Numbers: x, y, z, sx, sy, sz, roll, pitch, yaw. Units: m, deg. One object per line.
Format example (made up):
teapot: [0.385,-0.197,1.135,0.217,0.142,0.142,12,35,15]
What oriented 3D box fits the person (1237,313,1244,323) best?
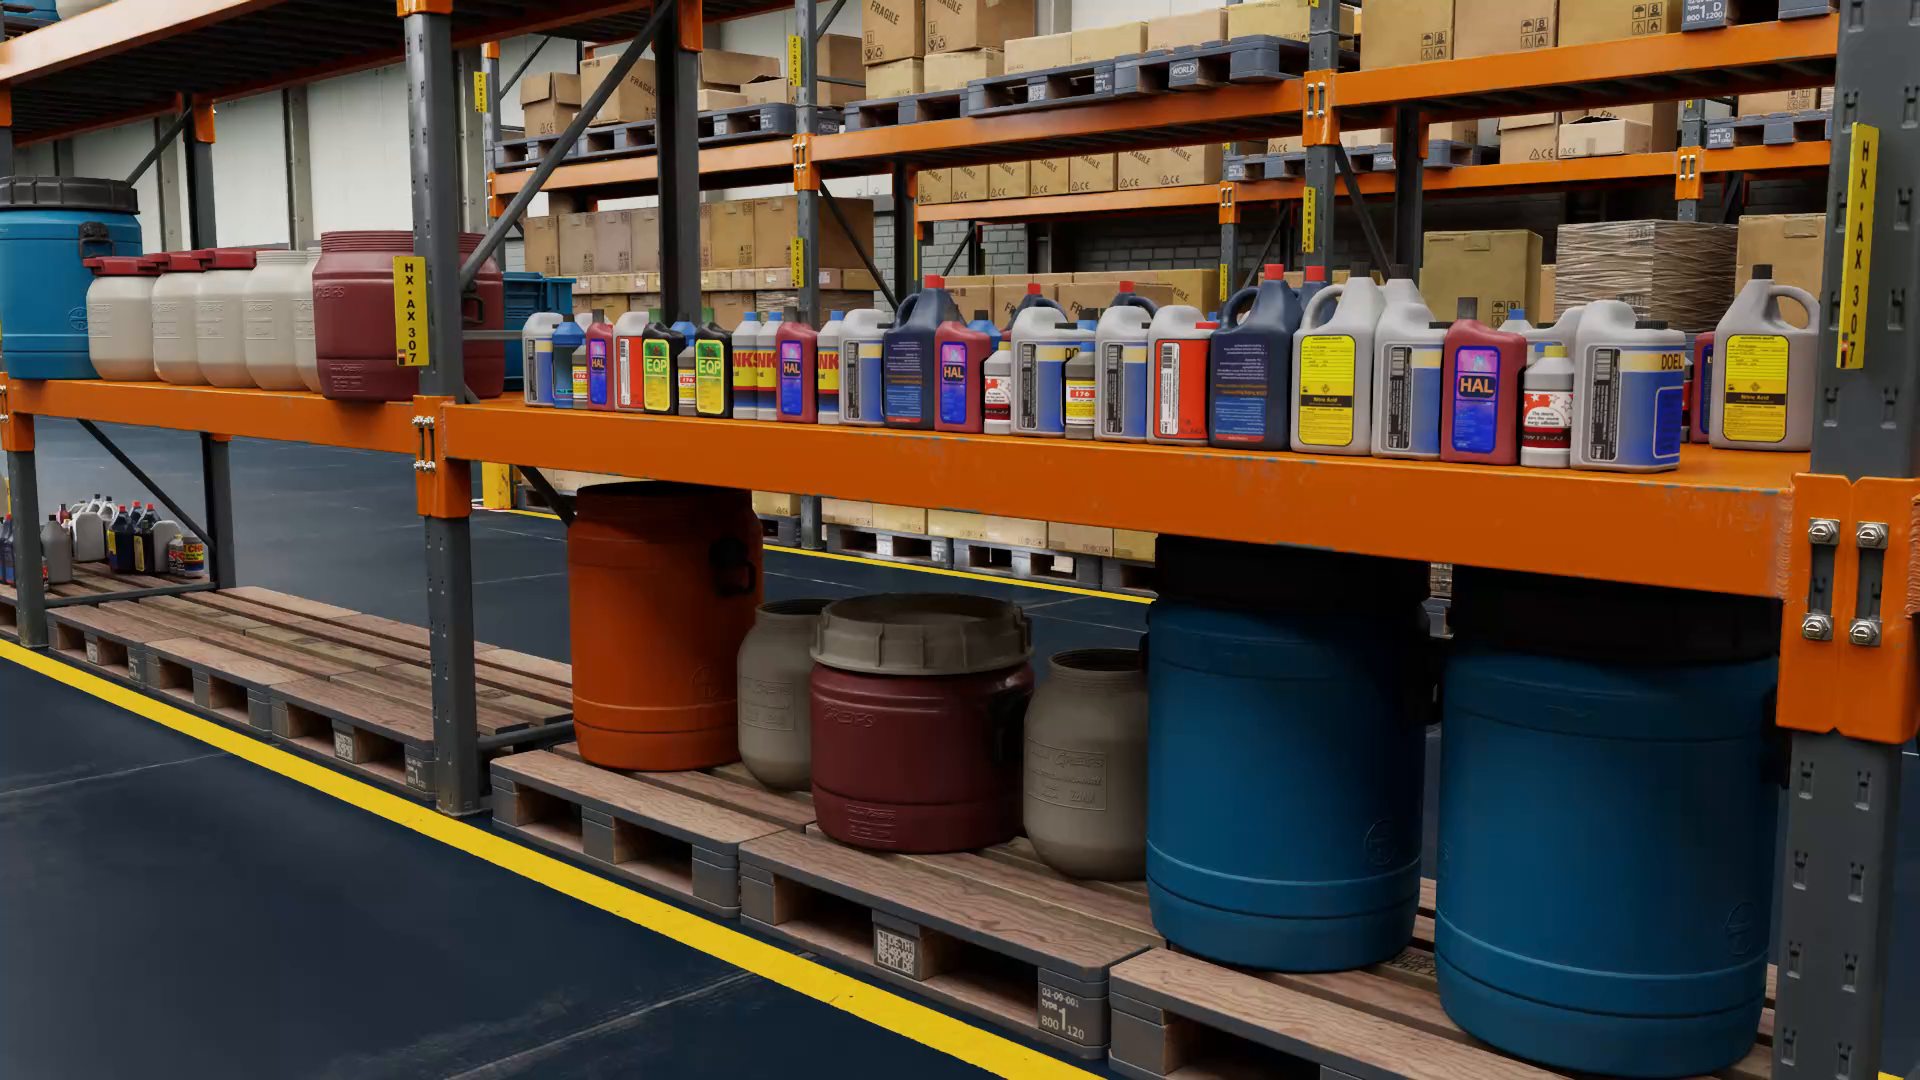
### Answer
person: [1.164,-0.159,7.064,0.460,1.592,0.344,7,10,44]
